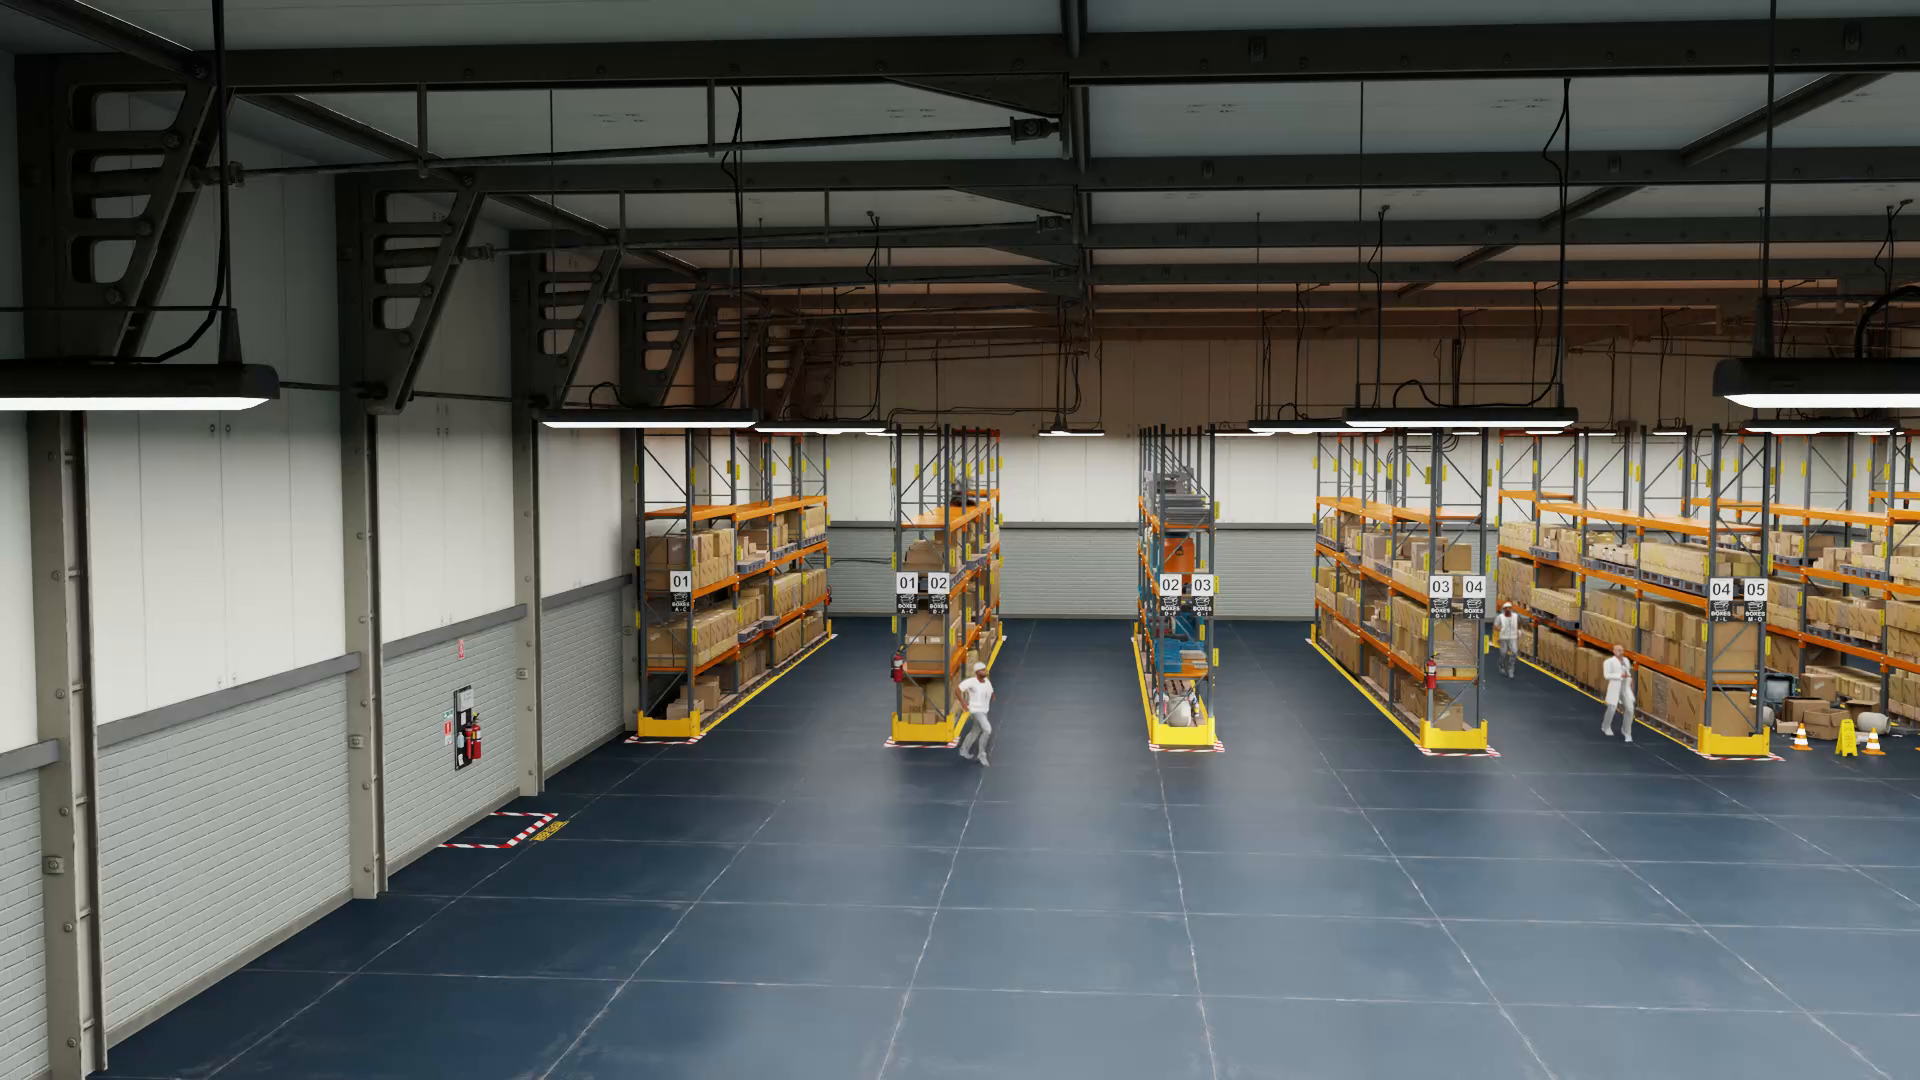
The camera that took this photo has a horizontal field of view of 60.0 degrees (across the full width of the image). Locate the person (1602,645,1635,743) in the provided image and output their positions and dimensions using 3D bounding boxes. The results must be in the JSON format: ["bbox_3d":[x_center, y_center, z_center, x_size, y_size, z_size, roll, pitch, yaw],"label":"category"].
[{"bbox_3d":[12.523,2.912,31.636,0.672,1.850,0.842,0,3,-7],"label":"person"}]

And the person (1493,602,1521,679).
[{"bbox_3d":[13.175,2.410,40.007,0.680,1.830,0.741,1,4,9],"label":"person"}]

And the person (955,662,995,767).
[{"bbox_3d":[0.308,3.051,29.364,0.724,1.804,0.693,2,4,34],"label":"person"}]
